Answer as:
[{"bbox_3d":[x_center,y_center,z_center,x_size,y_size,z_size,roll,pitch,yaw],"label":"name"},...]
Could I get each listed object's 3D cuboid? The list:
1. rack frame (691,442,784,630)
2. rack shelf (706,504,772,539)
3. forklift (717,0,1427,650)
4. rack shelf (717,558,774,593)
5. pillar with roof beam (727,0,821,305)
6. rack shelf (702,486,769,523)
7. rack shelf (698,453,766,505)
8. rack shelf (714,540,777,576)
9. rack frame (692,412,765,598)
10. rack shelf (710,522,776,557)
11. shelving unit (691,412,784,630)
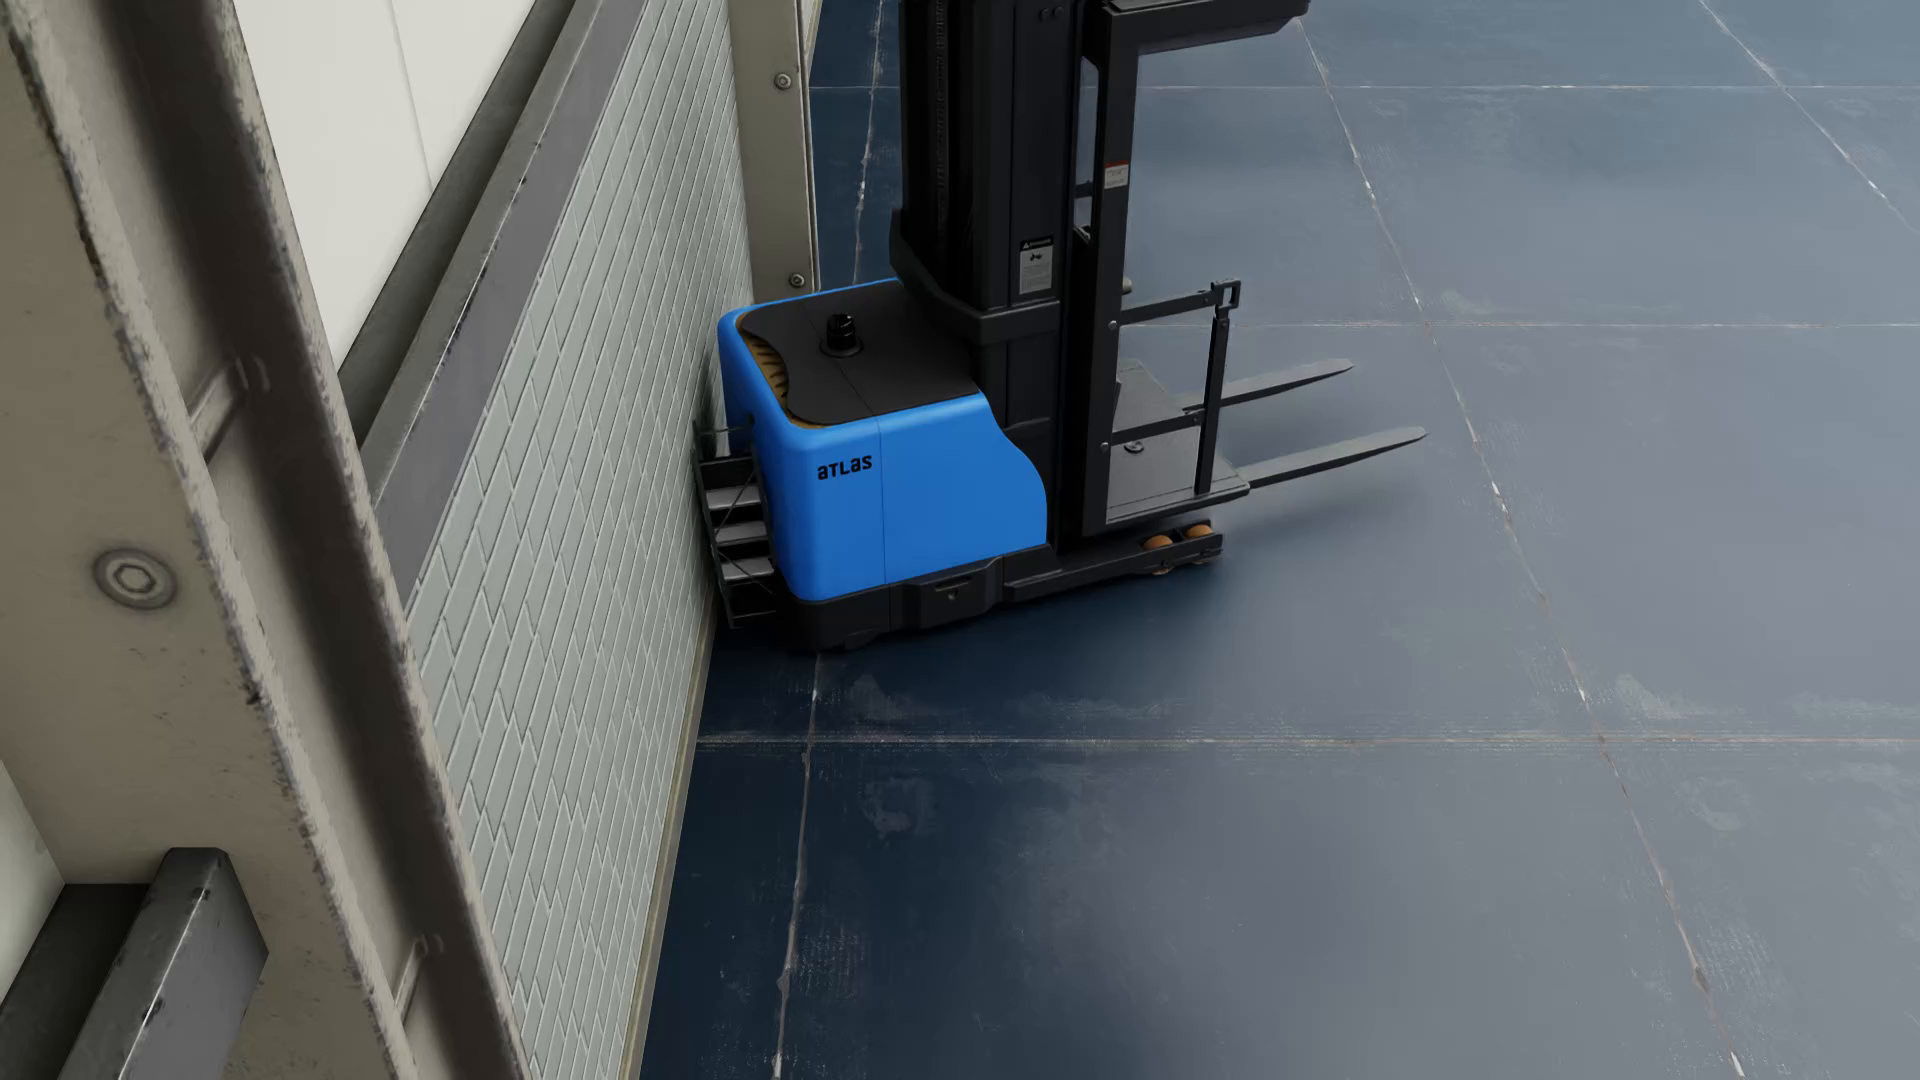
[{"bbox_3d":[-0.855,0.001,6.520,0.240,0.900,0.006,-8,39,-4],"label":"rack frame"},{"bbox_3d":[-0.874,-0.106,6.563,0.258,0.077,0.200,-8,39,-4],"label":"rack shelf"},{"bbox_3d":[0.579,-1.289,6.515,3.031,2.935,1.130,-14,41,-17],"label":"forklift"},{"bbox_3d":[-0.853,0.103,6.733,0.258,0.077,0.200,-8,39,-4],"label":"rack shelf"},{"bbox_3d":[3.419,-4.628,5.830,9.100,9.000,0.400,0,39,0],"label":"pillar with roof beam"},{"bbox_3d":[-0.880,-0.175,6.506,0.258,0.077,0.200,-8,39,-4],"label":"rack shelf"},{"bbox_3d":[-0.887,-0.245,6.449,0.258,0.077,0.200,-8,39,-4],"label":"rack shelf"},{"bbox_3d":[-0.860,0.033,6.676,0.258,0.077,0.200,-8,39,-4],"label":"rack shelf"},{"bbox_3d":[-0.884,-0.125,6.677,0.240,0.900,0.006,-8,39,-4],"label":"rack frame"},{"bbox_3d":[-0.867,-0.036,6.619,0.258,0.077,0.200,-8,39,-4],"label":"rack shelf"},{"bbox_3d":[-0.869,-0.062,6.598,0.258,0.900,0.210,-8,39,-4],"label":"shelving unit"}]
